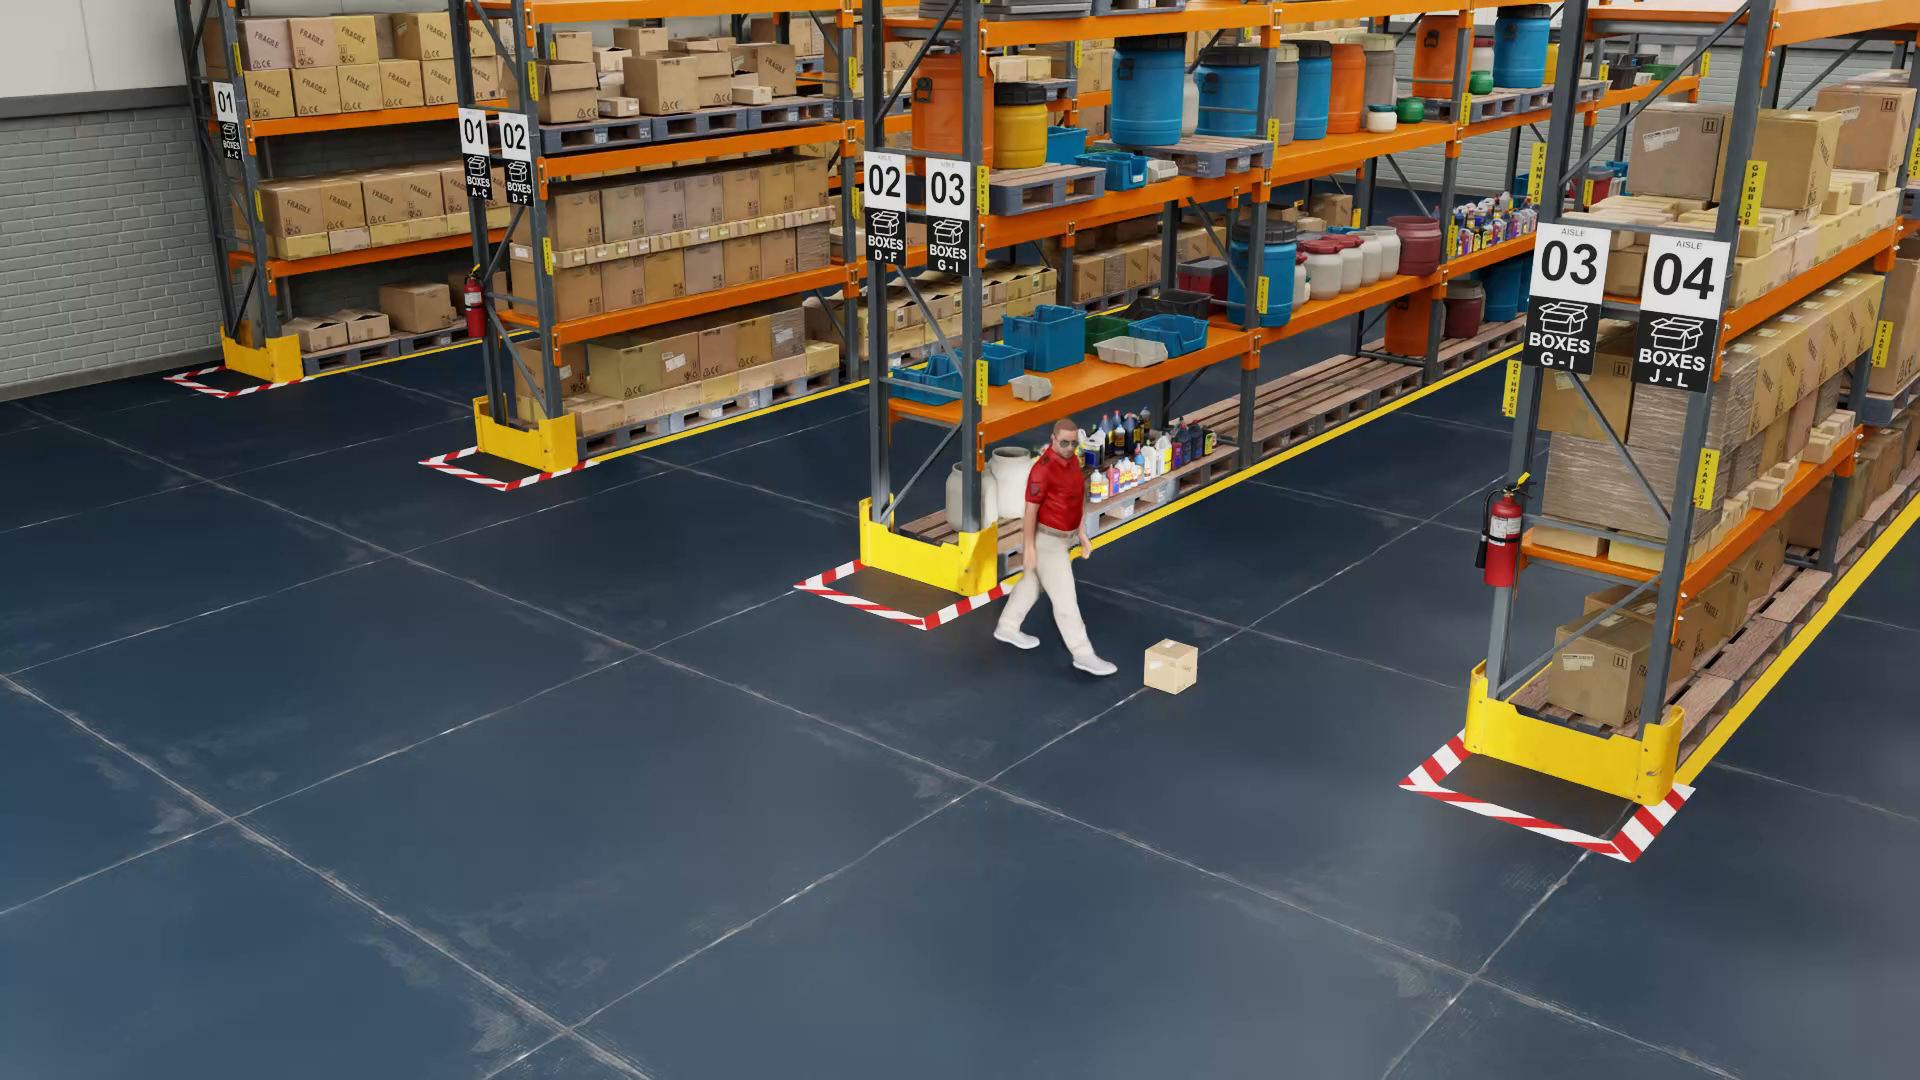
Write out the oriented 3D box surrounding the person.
[{"bbox_3d":[0.670,0.002,11.063,0.947,1.676,0.547,8,22,22],"label":"person"}]
